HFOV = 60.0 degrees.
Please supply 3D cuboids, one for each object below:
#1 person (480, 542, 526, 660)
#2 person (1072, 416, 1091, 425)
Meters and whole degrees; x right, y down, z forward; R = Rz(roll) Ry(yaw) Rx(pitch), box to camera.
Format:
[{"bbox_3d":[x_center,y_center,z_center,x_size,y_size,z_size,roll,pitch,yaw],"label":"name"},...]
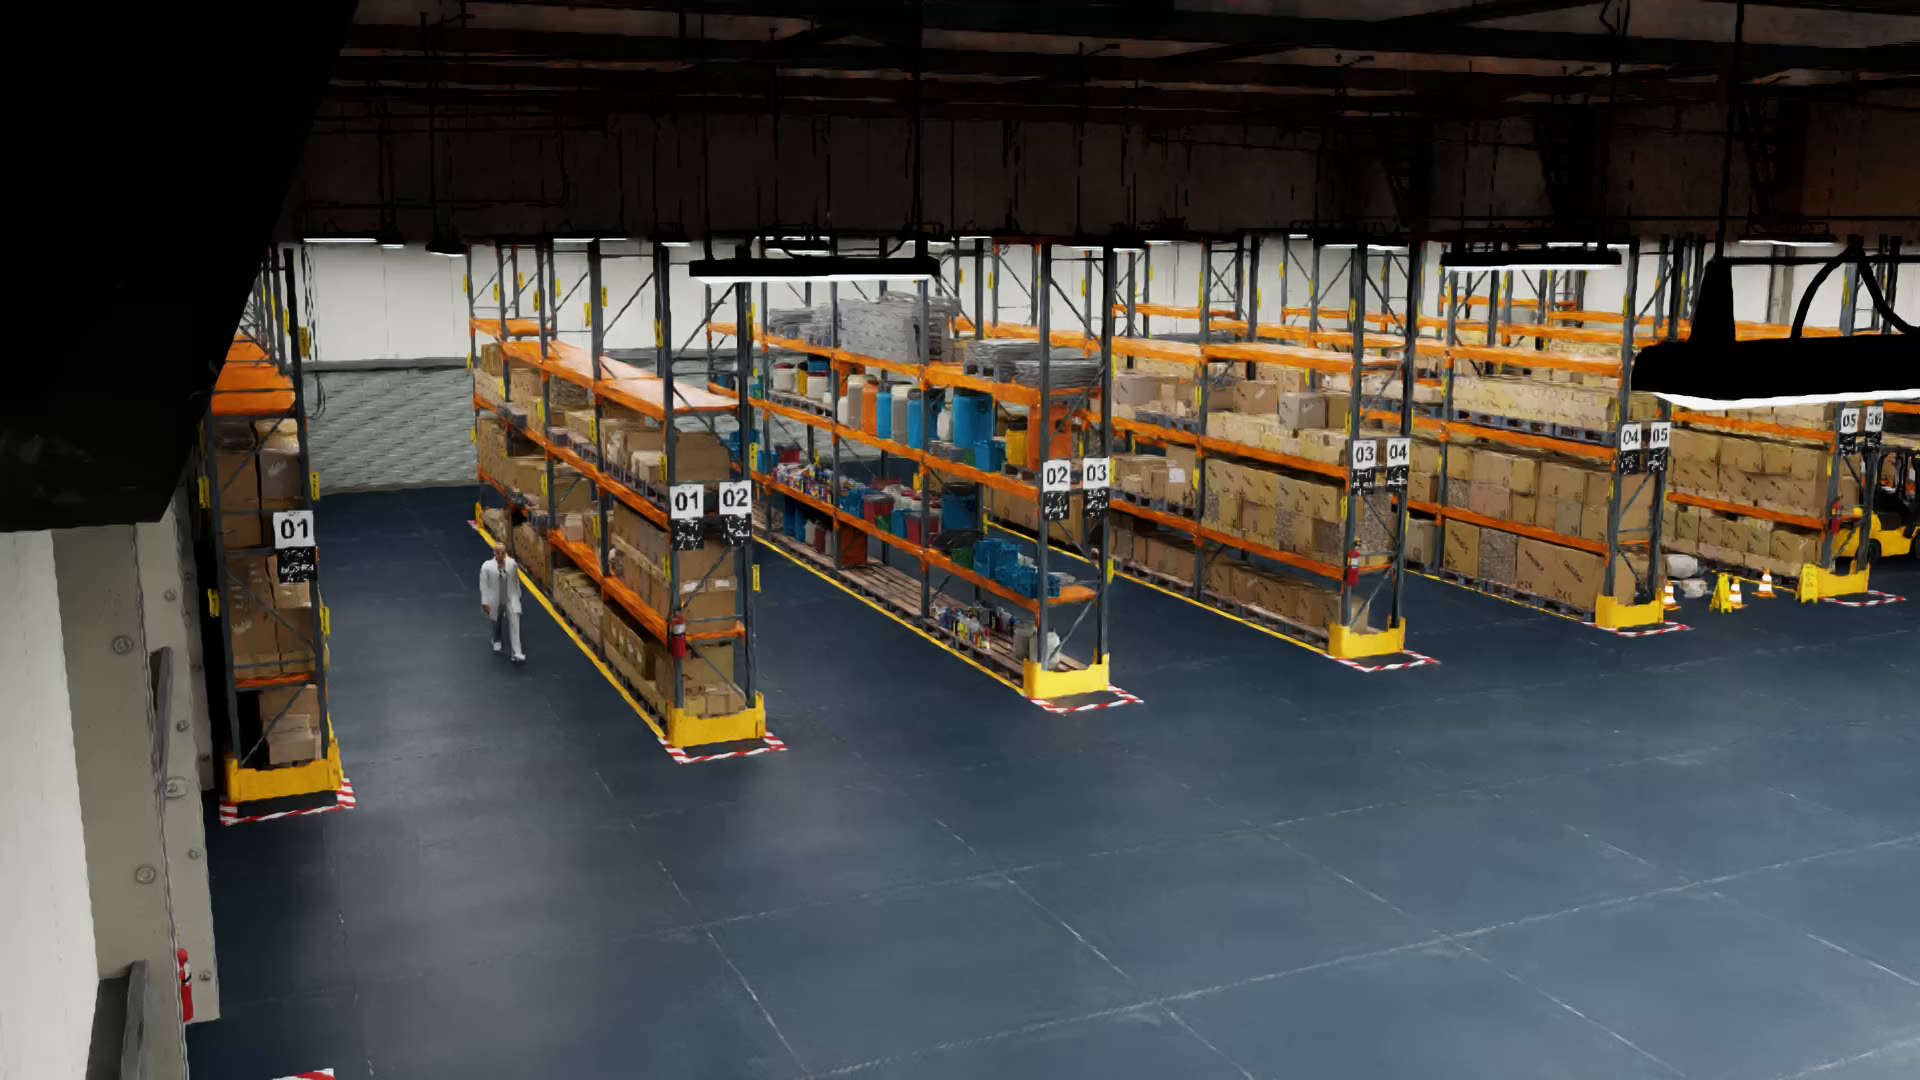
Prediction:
[{"bbox_3d":[-6.646,0.863,24.121,0.591,1.698,1.194,-4,12,-22],"label":"person"},{"bbox_3d":[3.041,-2.533,41.553,0.582,1.775,0.576,2,11,11],"label":"person"}]
